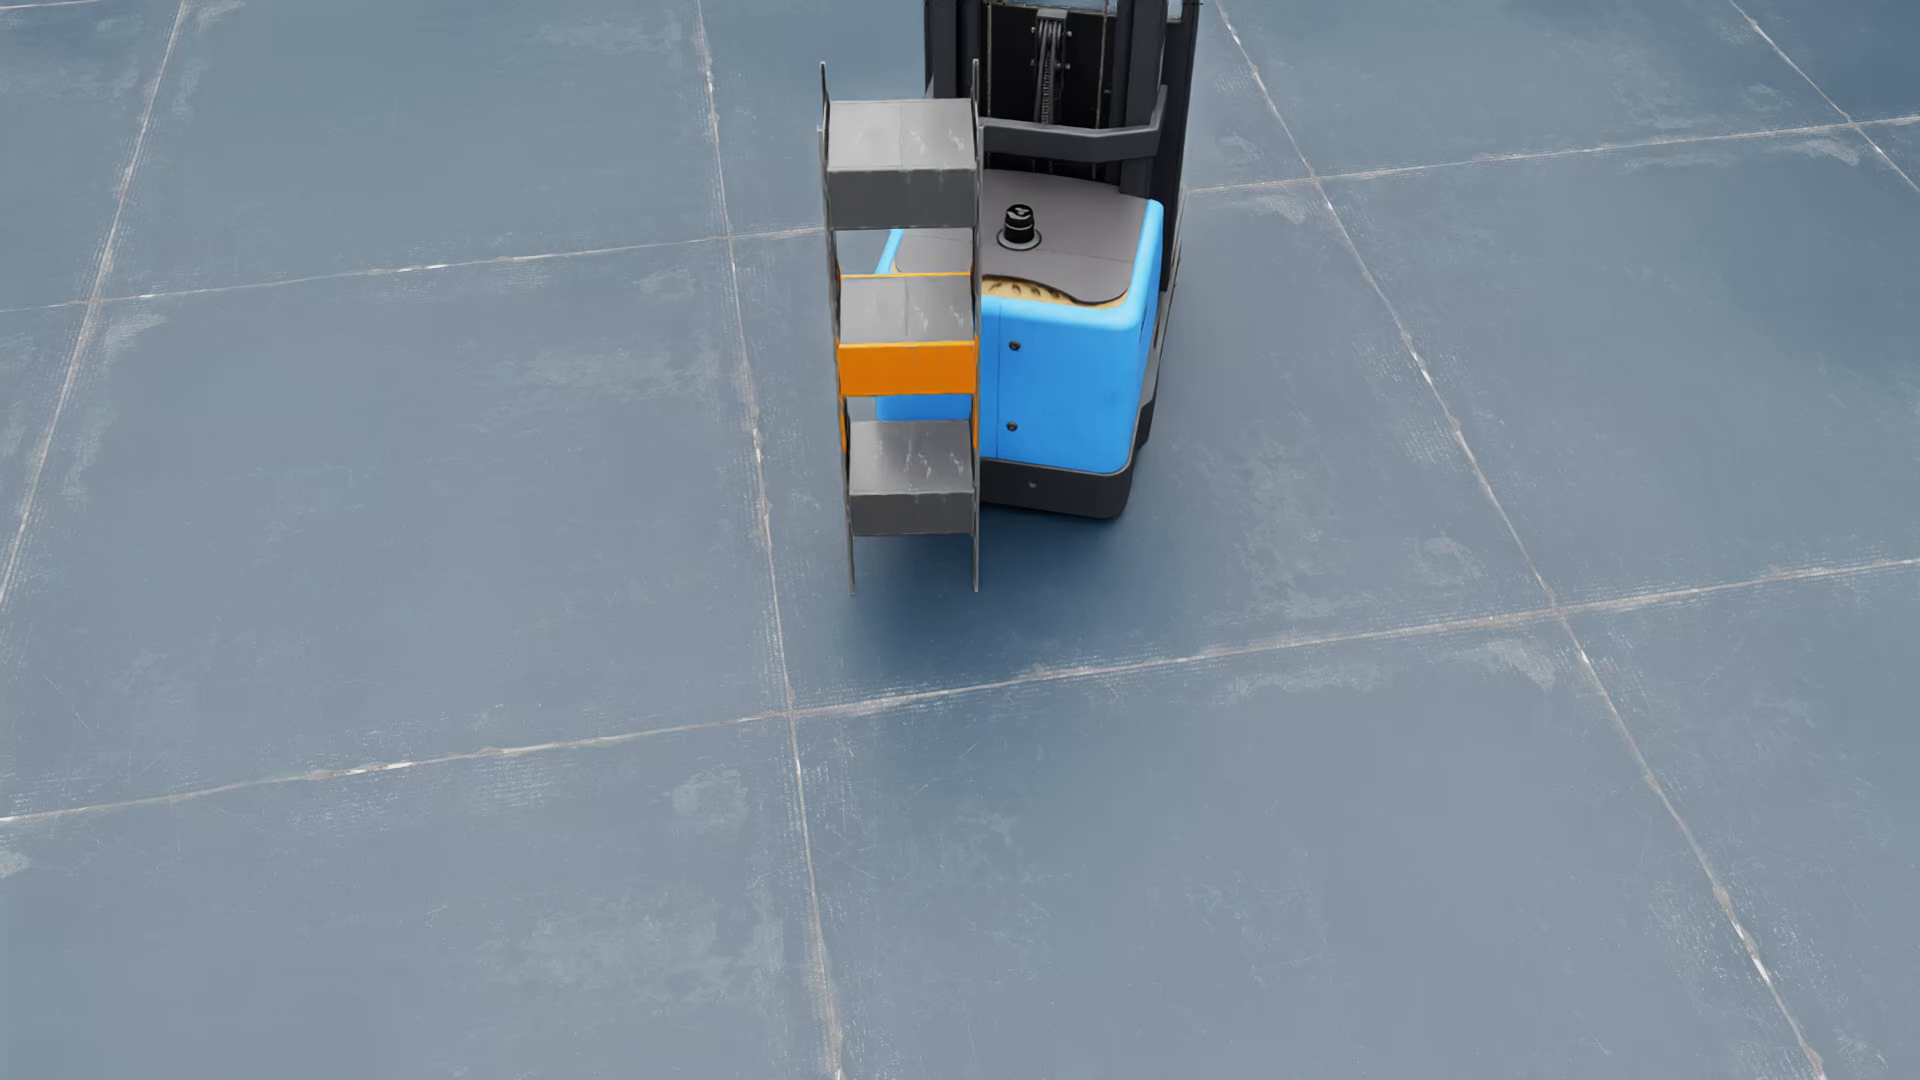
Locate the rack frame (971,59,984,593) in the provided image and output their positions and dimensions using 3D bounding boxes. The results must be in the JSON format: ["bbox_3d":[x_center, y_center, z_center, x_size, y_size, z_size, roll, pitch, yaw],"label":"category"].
[{"bbox_3d":[0.057,-0.664,5.932,0.015,2.100,0.400,-1,46,-1],"label":"rack frame"}]

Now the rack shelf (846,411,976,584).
[{"bbox_3d":[-0.187,-0.163,6.440,0.480,0.518,0.431,-1,46,-1],"label":"rack shelf"}]

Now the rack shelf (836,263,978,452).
[{"bbox_3d":[-0.187,-0.648,5.935,0.480,0.518,0.431,-1,46,-1],"label":"rack shelf"}]

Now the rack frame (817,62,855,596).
[{"bbox_3d":[-0.430,-0.651,5.920,0.015,2.100,0.400,-1,46,-1],"label":"rack frame"}]

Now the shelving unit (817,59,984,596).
[{"bbox_3d":[-0.187,-0.658,5.926,0.503,2.100,0.431,-1,46,-1],"label":"shelving unit"}]

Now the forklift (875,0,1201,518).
[{"bbox_3d":[0.447,-2.185,6.820,1.130,2.935,3.031,8,47,8],"label":"forklift"}]

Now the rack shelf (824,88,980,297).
[{"bbox_3d":[-0.187,-1.134,5.431,0.480,0.518,0.431,-1,46,-1],"label":"rack shelf"}]
